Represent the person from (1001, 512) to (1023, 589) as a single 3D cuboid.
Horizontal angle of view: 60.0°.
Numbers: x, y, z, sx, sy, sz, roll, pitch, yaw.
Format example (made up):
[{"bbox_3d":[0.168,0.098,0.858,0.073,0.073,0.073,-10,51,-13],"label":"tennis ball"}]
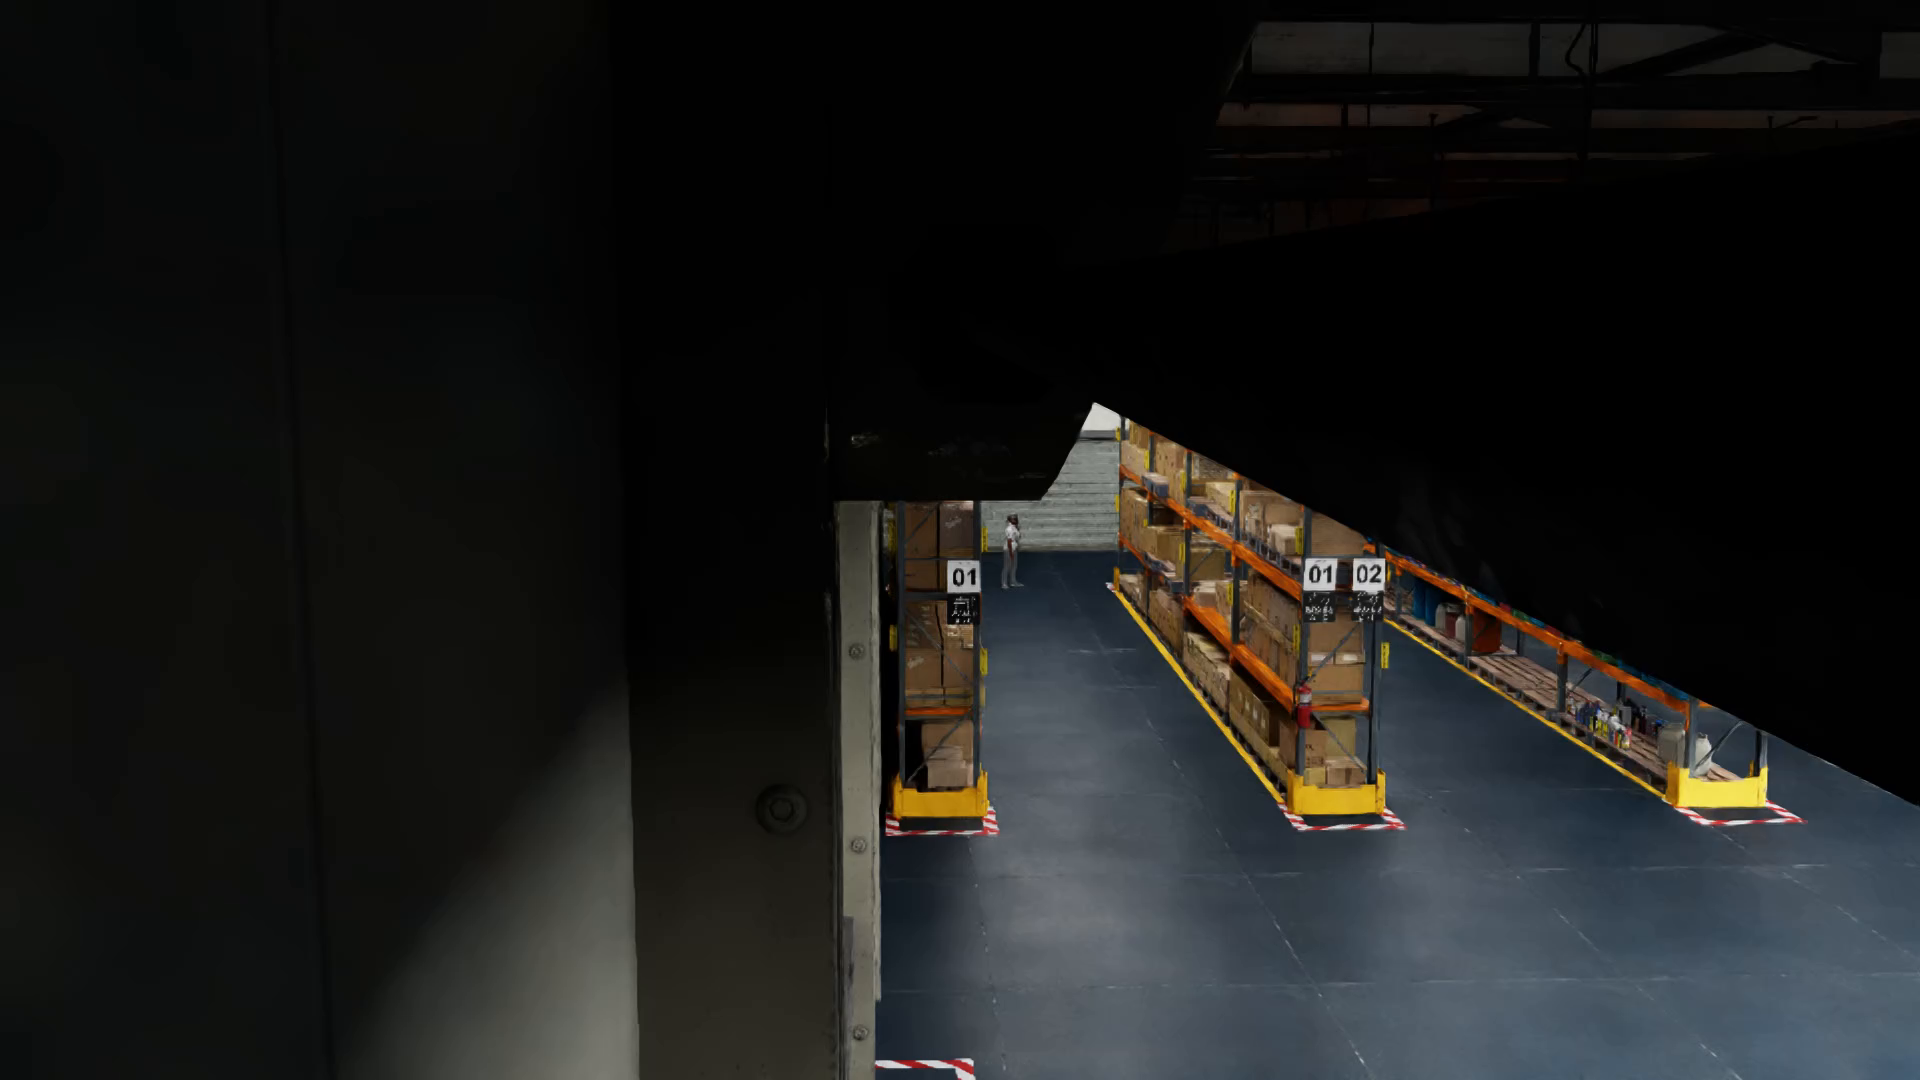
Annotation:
[{"bbox_3d":[1.127,0.223,36.658,0.420,1.676,0.567,3,9,17],"label":"person"}]
